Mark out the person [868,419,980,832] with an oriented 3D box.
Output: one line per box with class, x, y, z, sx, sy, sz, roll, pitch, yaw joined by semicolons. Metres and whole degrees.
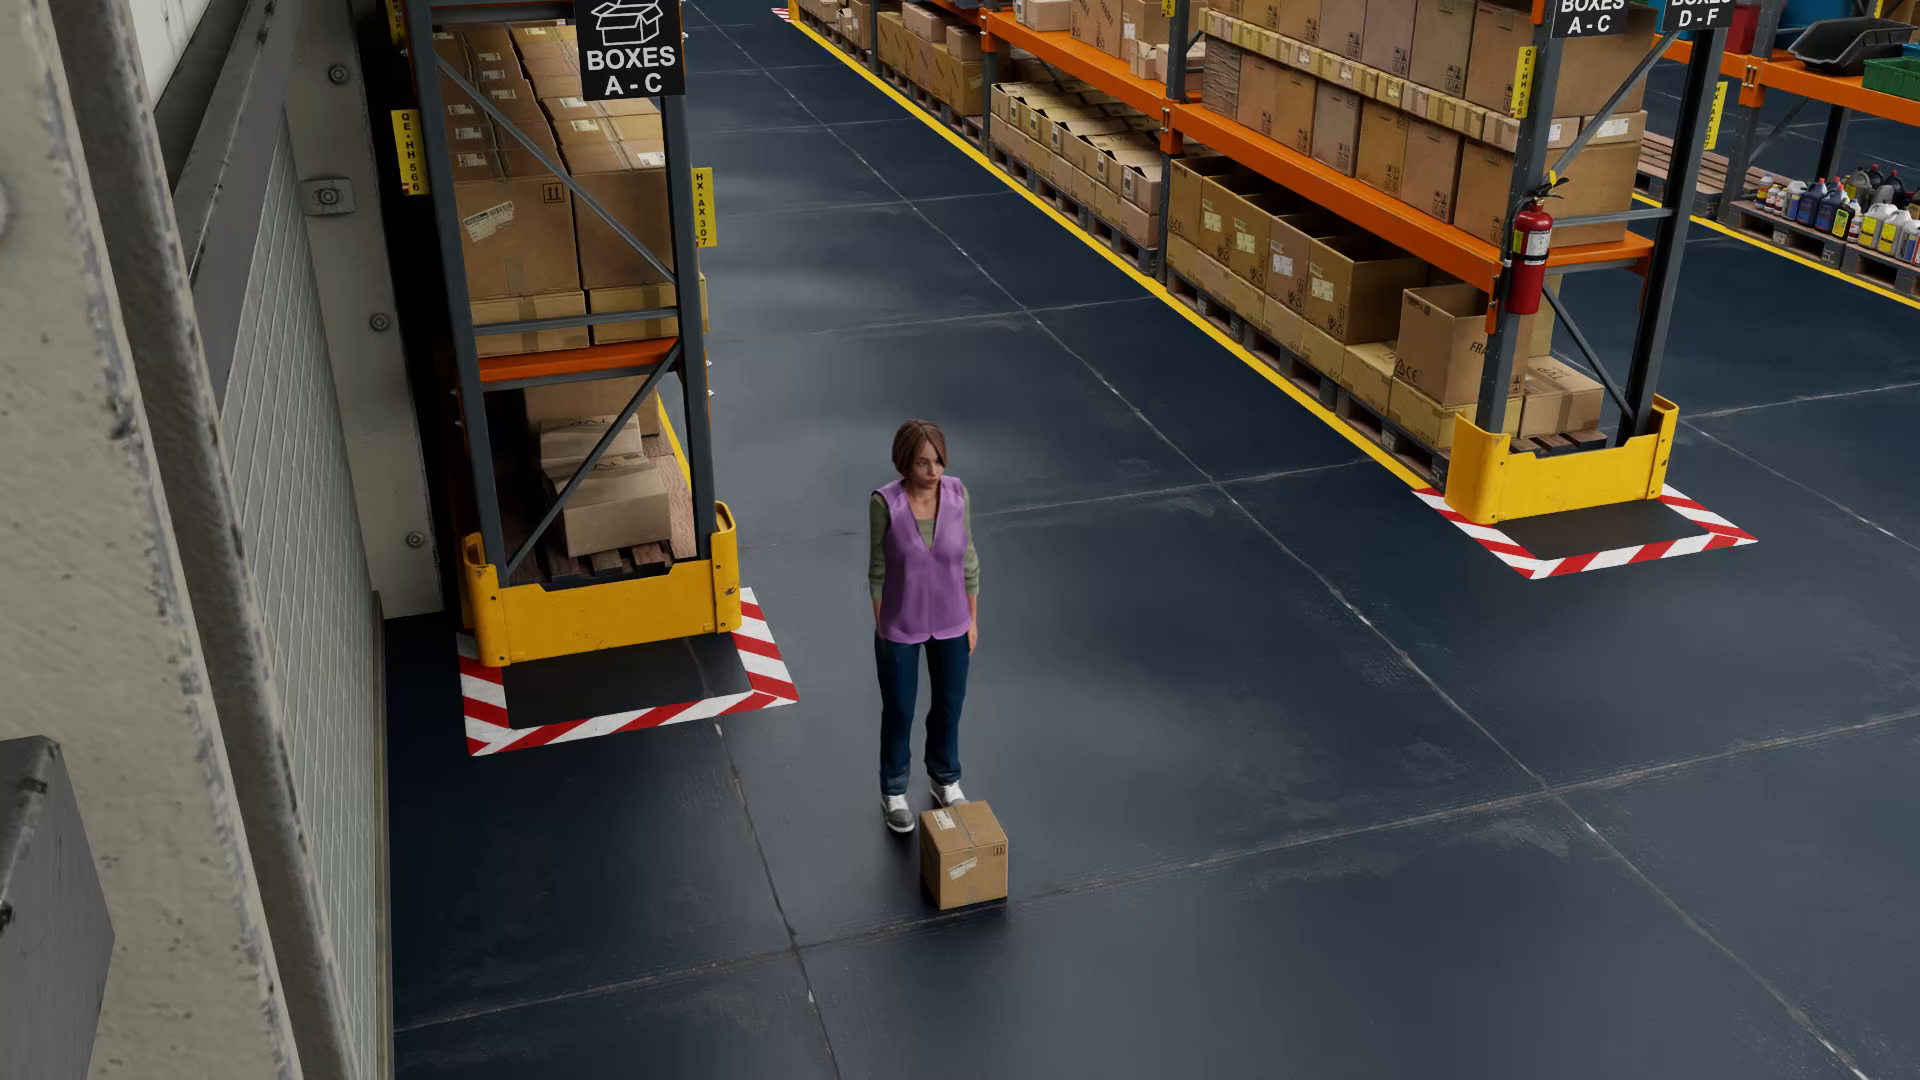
person;-0.124;0.317;6.001;0.407;1.605;0.304;-8;28;-15
